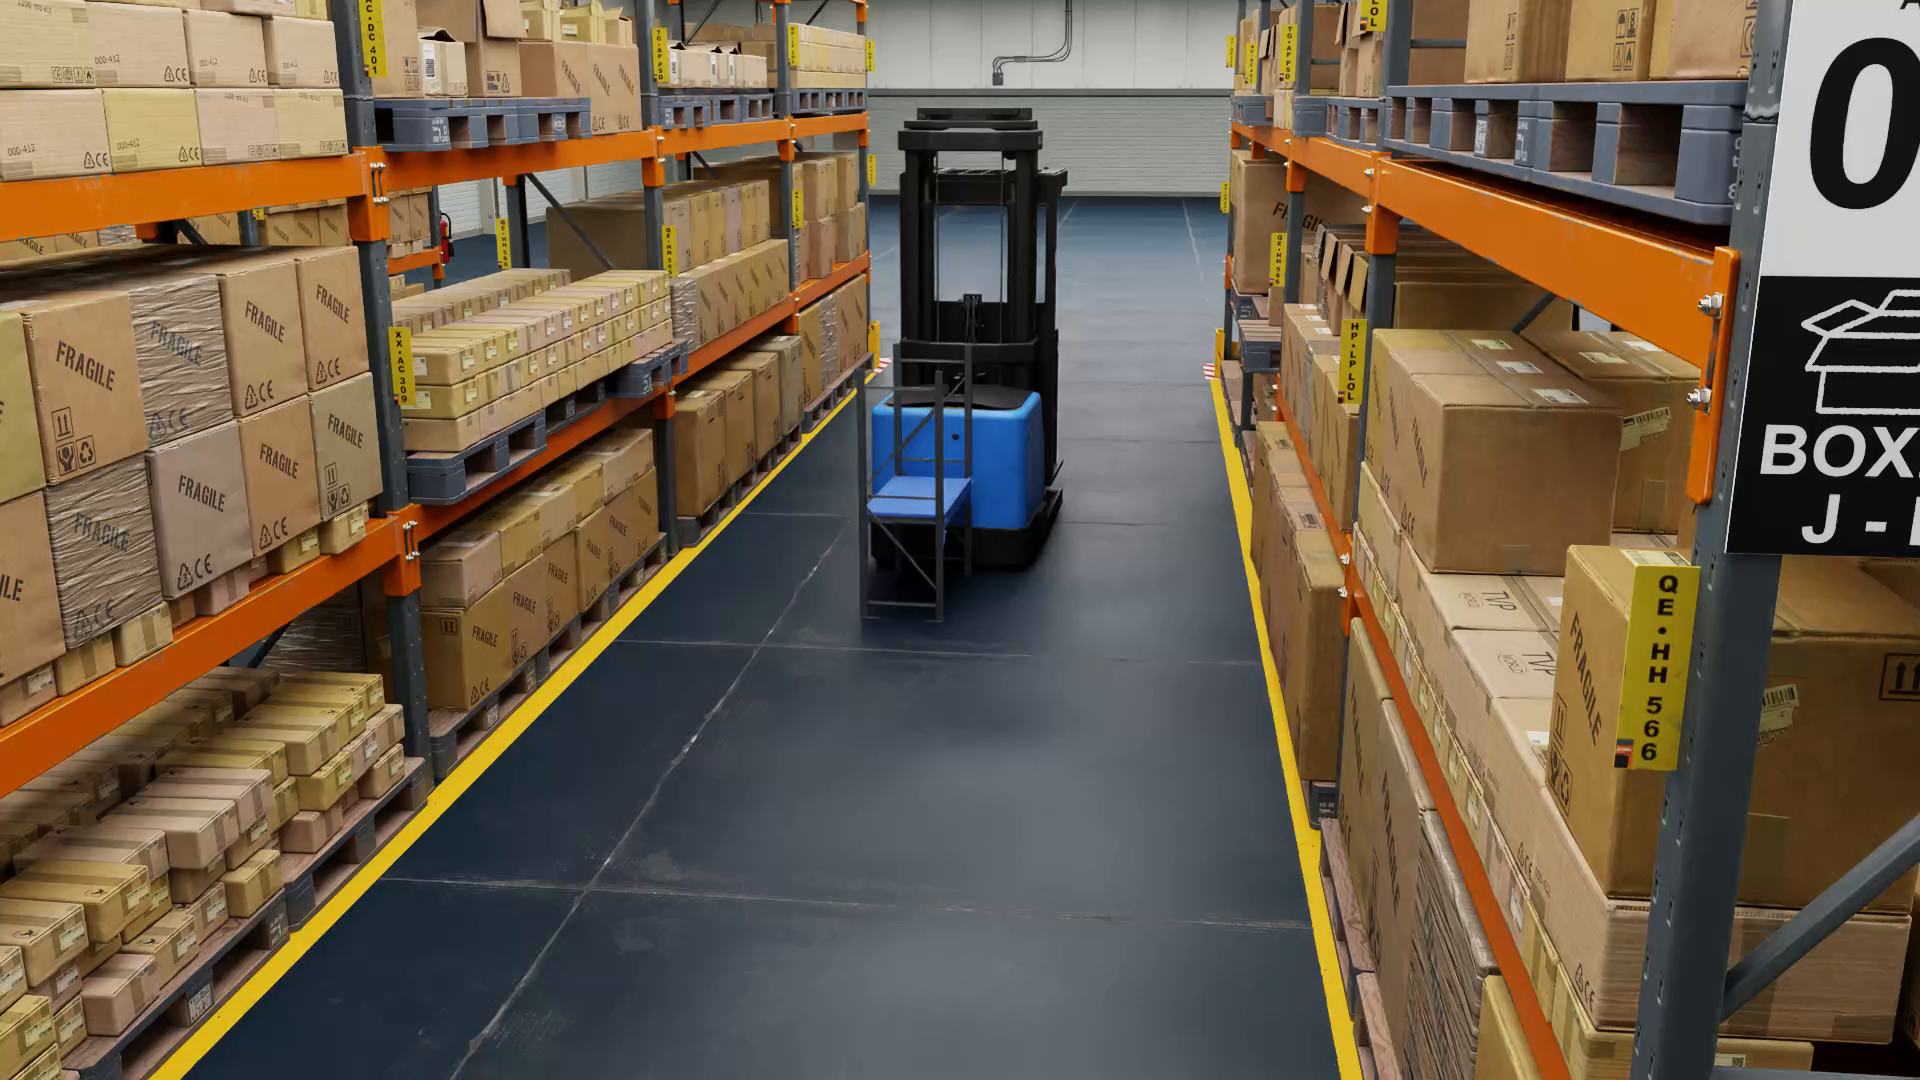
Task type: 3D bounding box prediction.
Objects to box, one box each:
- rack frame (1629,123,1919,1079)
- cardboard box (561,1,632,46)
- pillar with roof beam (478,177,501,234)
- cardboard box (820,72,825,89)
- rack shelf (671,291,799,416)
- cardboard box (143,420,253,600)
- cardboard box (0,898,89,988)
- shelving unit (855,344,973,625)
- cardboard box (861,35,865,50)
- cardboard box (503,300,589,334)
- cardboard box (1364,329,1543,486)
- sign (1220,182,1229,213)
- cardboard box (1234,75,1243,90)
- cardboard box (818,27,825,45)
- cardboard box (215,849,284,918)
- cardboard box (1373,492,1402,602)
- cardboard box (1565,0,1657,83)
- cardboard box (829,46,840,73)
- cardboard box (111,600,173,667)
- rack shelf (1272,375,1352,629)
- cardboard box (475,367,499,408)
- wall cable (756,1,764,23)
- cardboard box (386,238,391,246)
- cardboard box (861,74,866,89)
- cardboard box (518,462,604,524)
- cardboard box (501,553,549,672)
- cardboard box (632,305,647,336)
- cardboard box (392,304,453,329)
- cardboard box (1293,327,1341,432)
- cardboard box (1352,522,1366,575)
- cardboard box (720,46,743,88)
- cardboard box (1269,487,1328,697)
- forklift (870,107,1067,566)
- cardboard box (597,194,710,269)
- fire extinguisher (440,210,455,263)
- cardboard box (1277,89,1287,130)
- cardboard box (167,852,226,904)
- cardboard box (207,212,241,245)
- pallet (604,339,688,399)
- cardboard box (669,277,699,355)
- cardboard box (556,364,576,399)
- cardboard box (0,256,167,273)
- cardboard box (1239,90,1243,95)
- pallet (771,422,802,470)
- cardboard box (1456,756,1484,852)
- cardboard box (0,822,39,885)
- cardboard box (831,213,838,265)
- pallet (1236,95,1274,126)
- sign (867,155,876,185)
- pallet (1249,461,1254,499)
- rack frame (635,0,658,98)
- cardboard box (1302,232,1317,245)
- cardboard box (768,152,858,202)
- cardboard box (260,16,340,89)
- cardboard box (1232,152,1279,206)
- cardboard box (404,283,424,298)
[{"bbox_3d":[1.595,0.889,2.628,1.000,3.000,0.127,2,15,6],"label":"rack frame"},{"bbox_3d":[-2.206,-3.111,10.018,0.396,0.266,0.258,2,15,6],"label":"cardboard box"},{"bbox_3d":[-6.044,-10.982,35.035,9.100,9.000,0.400,2,15,6],"label":"pillar with roof beam"},{"bbox_3d":[-1.476,-4.322,15.637,0.380,0.149,0.250,1,15,5],"label":"cardboard box"},{"bbox_3d":[-2.193,-1.530,12.951,1.077,0.370,4.000,2,15,6],"label":"rack shelf"},{"bbox_3d":[-2.761,-0.115,5.581,0.500,0.500,0.500,2,15,6],"label":"cardboard box"},{"bbox_3d":[-2.871,1.202,4.988,0.380,0.149,0.250,2,15,8],"label":"cardboard box"},{"bbox_3d":[-0.264,-0.367,10.146,0.538,1.500,1.048,3,15,9],"label":"shelving unit"},{"bbox_3d":[-1.217,-5.298,17.721,0.380,0.149,0.250,2,15,7],"label":"cardboard box"},{"bbox_3d":[-2.197,-1.184,8.829,0.380,0.149,0.250,2,15,8],"label":"cardboard box"},{"bbox_3d":[1.739,-0.465,5.916,0.500,0.500,0.500,2,15,6],"label":"cardboard box"},{"bbox_3d":[2.862,-3.695,17.921,0.100,0.325,0.005,2,15,6],"label":"sign"},{"bbox_3d":[3.015,-4.700,17.074,0.380,0.149,0.250,2,15,7],"label":"cardboard box"},{"bbox_3d":[-1.476,-4.707,15.535,0.380,0.149,0.250,2,15,7],"label":"cardboard box"},{"bbox_3d":[-2.693,1.233,6.013,0.380,0.149,0.250,2,15,6],"label":"cardboard box"},{"bbox_3d":[1.672,0.023,5.547,0.500,0.250,0.500,2,15,6],"label":"cardboard box"},{"bbox_3d":[1.794,-1.273,3.688,0.700,0.500,0.500,1,15,2],"label":"cardboard box"},{"bbox_3d":[-1.466,-4.678,16.189,0.500,0.250,0.500,2,15,7],"label":"cardboard box"},{"bbox_3d":[-2.775,0.289,5.328,0.380,0.149,0.250,2,15,7],"label":"cardboard box"},{"bbox_3d":[2.272,-0.320,8.477,1.077,0.370,4.000,2,15,6],"label":"rack shelf"},{"bbox_3d":[-2.341,-0.702,7.618,0.380,0.149,0.250,1,15,5],"label":"cardboard box"},{"bbox_3d":[-4.633,-15.805,49.147,3.097,2.526,0.112,2,15,6],"label":"wall cable"},{"bbox_3d":[-6.354,-3.336,17.492,0.500,0.500,0.500,2,15,6],"label":"cardboard box"},{"bbox_3d":[-1.217,-4.915,17.830,0.380,0.149,0.250,2,15,6],"label":"cardboard box"},{"bbox_3d":[-2.355,-0.269,9.456,0.500,0.250,0.500,2,15,8],"label":"cardboard box"},{"bbox_3d":[-2.465,0.362,8.561,0.500,0.500,0.500,2,15,9],"label":"cardboard box"},{"bbox_3d":[-2.078,-1.304,9.846,0.380,0.149,0.250,2,15,8],"label":"cardboard box"},{"bbox_3d":[-2.871,-1.137,8.659,0.380,0.149,0.250,1,15,4],"label":"cardboard box"},{"bbox_3d":[2.063,-0.849,8.865,0.500,0.500,0.500,1,15,5],"label":"cardboard box"},{"bbox_3d":[1.683,0.040,6.250,0.380,0.149,0.250,2,15,6],"label":"cardboard box"},{"bbox_3d":[-1.947,-3.591,12.622,0.500,0.311,0.500,1,15,4],"label":"cardboard box"},{"bbox_3d":[2.199,0.276,8.161,1.225,0.875,0.875,1,15,4],"label":"cardboard box"},{"bbox_3d":[0.162,-1.583,11.901,1.130,2.935,3.031,3,15,9],"label":"forklift"},{"bbox_3d":[-2.247,-2.270,12.202,0.700,0.500,0.500,1,15,5],"label":"cardboard box"},{"bbox_3d":[-5.975,-3.532,19.124,0.296,0.674,0.183,2,15,6],"label":"fire extinguisher"},{"bbox_3d":[2.351,-2.821,10.890,0.500,0.250,0.500,2,15,6],"label":"cardboard box"},{"bbox_3d":[-2.806,1.138,5.793,0.380,0.149,0.250,1,15,4],"label":"cardboard box"},{"bbox_3d":[-6.721,-2.783,14.643,0.500,0.500,0.500,1,15,5],"label":"cardboard box"},{"bbox_3d":[-2.393,-1.078,10.269,1.213,0.211,1.003,2,15,6],"label":"pallet"},{"bbox_3d":[-2.100,-1.515,11.327,0.500,0.500,0.500,2,15,7],"label":"cardboard box"},{"bbox_3d":[-2.227,-0.830,8.661,0.380,0.149,0.250,1,15,5],"label":"cardboard box"},{"bbox_3d":[-3.207,-0.751,6.015,0.500,0.500,0.500,1,15,5],"label":"cardboard box"},{"bbox_3d":[2.978,-4.257,16.199,0.500,0.250,0.500,2,15,6],"label":"cardboard box"},{"bbox_3d":[-1.980,-0.847,14.391,1.003,0.211,1.213,2,15,6],"label":"pallet"},{"bbox_3d":[1.422,0.643,4.018,0.380,0.149,0.250,1,15,5],"label":"cardboard box"},{"bbox_3d":[-3.317,1.053,5.538,0.380,0.149,0.250,2,15,7],"label":"cardboard box"},{"bbox_3d":[-1.741,-3.123,17.178,0.875,0.550,0.550,2,15,6],"label":"cardboard box"},{"bbox_3d":[2.660,-3.155,12.195,1.213,0.211,1.003,2,15,6],"label":"pallet"},{"bbox_3d":[-0.979,-4.087,18.358,0.100,0.325,0.005,2,15,6],"label":"sign"},{"bbox_3d":[2.728,-0.358,12.582,1.003,0.211,1.213,2,15,6],"label":"pallet"},{"bbox_3d":[-2.419,-4.254,10.156,1.000,3.000,0.127,2,15,6],"label":"rack frame"},{"bbox_3d":[2.846,-2.024,12.397,0.797,0.503,0.637,3,15,12],"label":"cardboard box"},{"bbox_3d":[-1.596,-3.932,18.100,0.875,0.550,0.550,2,15,6],"label":"cardboard box"},{"bbox_3d":[-2.670,-1.811,6.194,0.500,0.250,0.500,1,15,4],"label":"cardboard box"},{"bbox_3d":[2.950,-3.542,16.336,0.500,0.500,0.500,2,15,6],"label":"cardboard box"},{"bbox_3d":[-6.277,-2.575,18.464,0.500,0.500,0.500,2,15,7],"label":"cardboard box"}]
